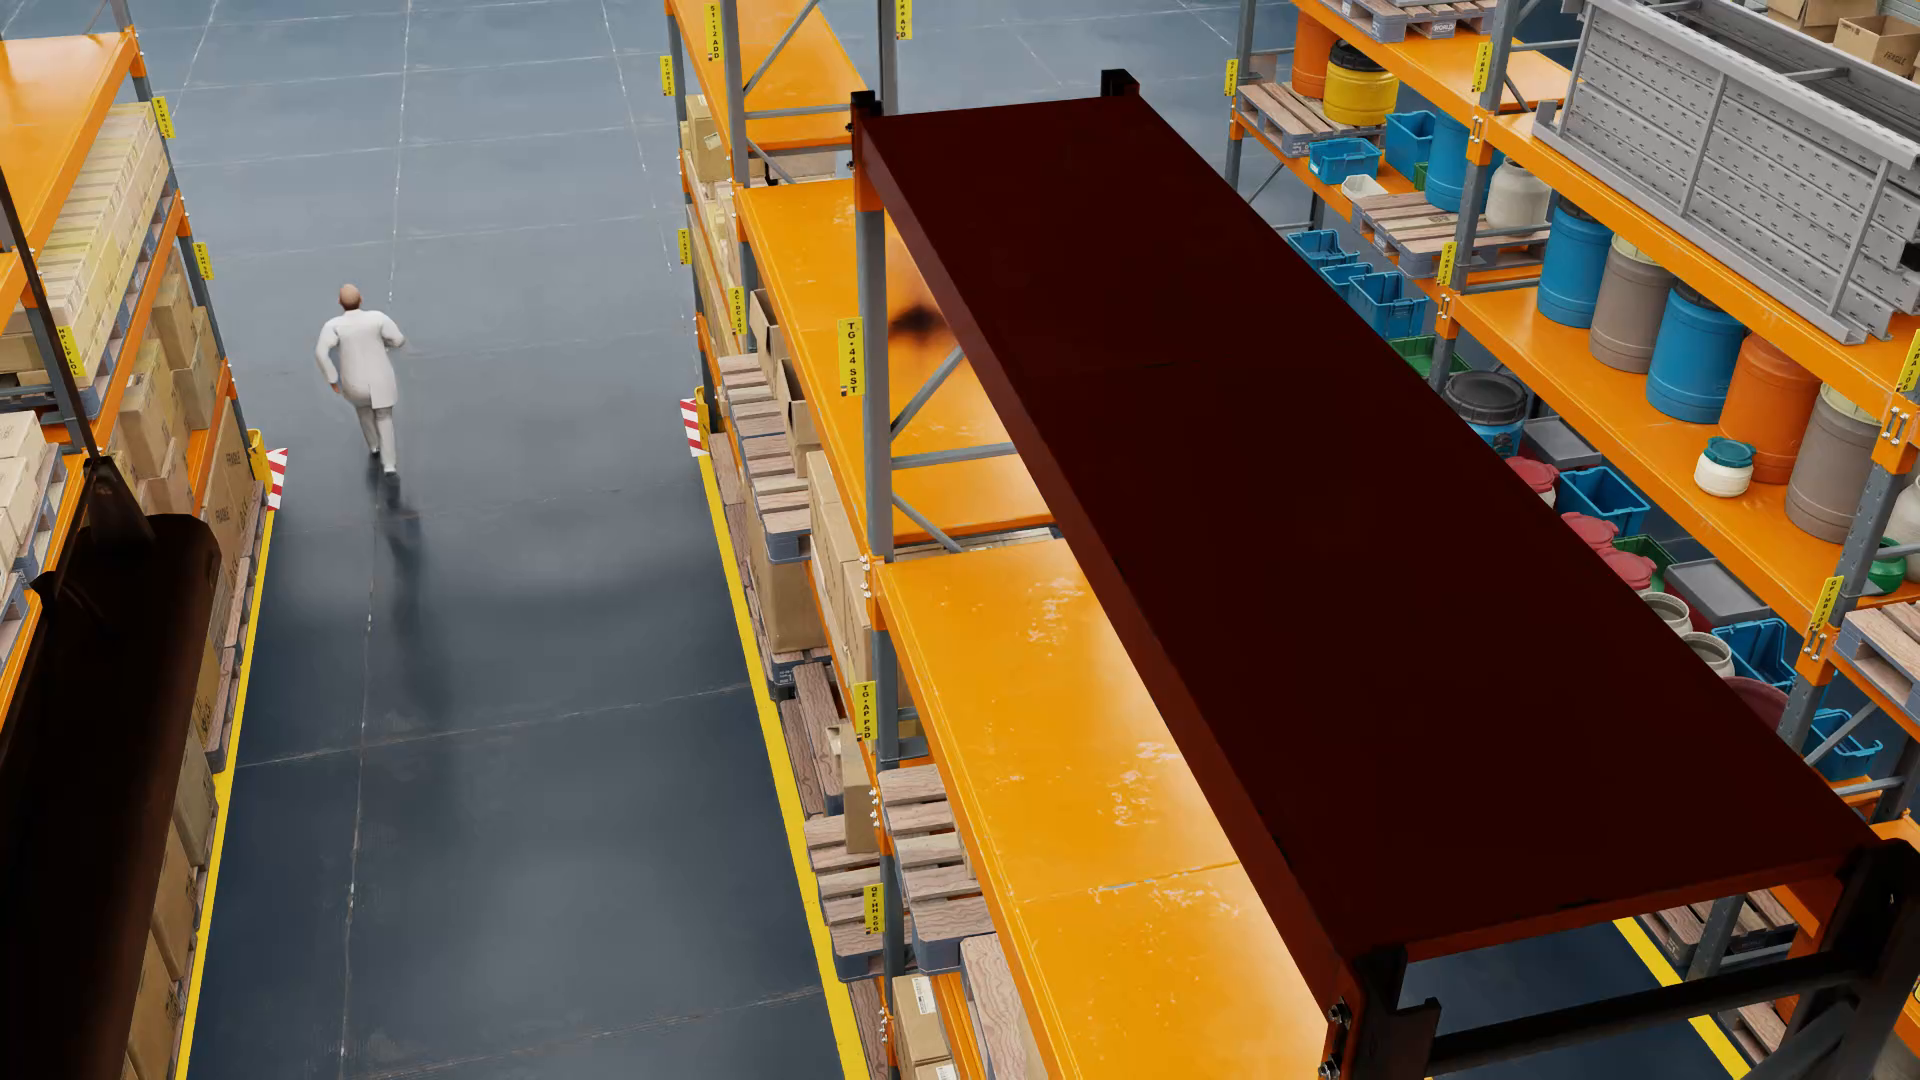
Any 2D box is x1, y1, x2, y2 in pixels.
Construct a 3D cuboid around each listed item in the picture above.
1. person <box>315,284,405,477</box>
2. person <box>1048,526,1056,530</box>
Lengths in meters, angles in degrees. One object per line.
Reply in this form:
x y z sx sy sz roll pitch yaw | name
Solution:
-5.176 -1.393 14.561 0.741 1.800 0.972 -11 36 -15 | person
0.909 -0.654 13.574 0.586 1.657 0.931 -16 38 -22 | person
